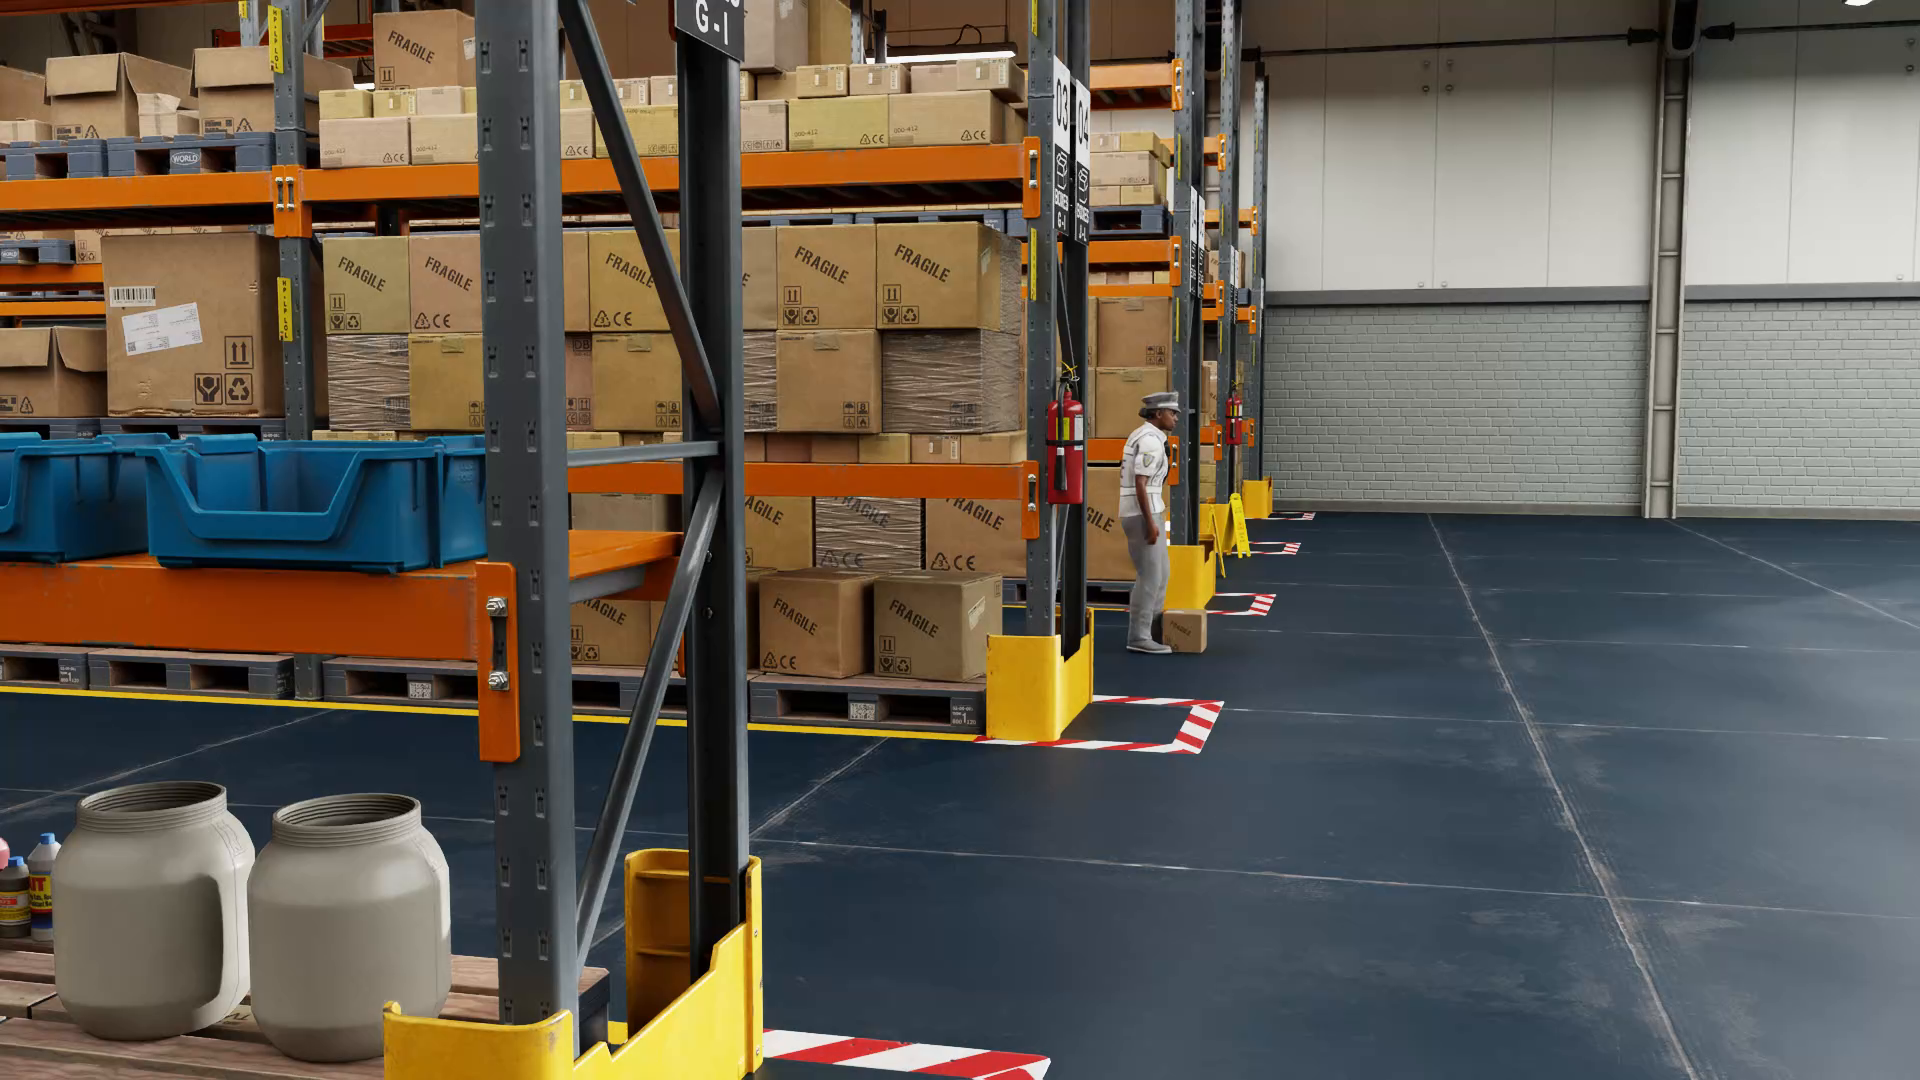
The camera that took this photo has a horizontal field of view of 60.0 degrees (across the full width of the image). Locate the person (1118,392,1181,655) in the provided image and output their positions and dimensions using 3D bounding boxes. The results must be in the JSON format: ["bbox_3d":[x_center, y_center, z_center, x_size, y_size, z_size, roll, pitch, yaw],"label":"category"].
[{"bbox_3d":[1.232,-0.120,10.693,0.428,1.655,0.528,1,5,10],"label":"person"}]
